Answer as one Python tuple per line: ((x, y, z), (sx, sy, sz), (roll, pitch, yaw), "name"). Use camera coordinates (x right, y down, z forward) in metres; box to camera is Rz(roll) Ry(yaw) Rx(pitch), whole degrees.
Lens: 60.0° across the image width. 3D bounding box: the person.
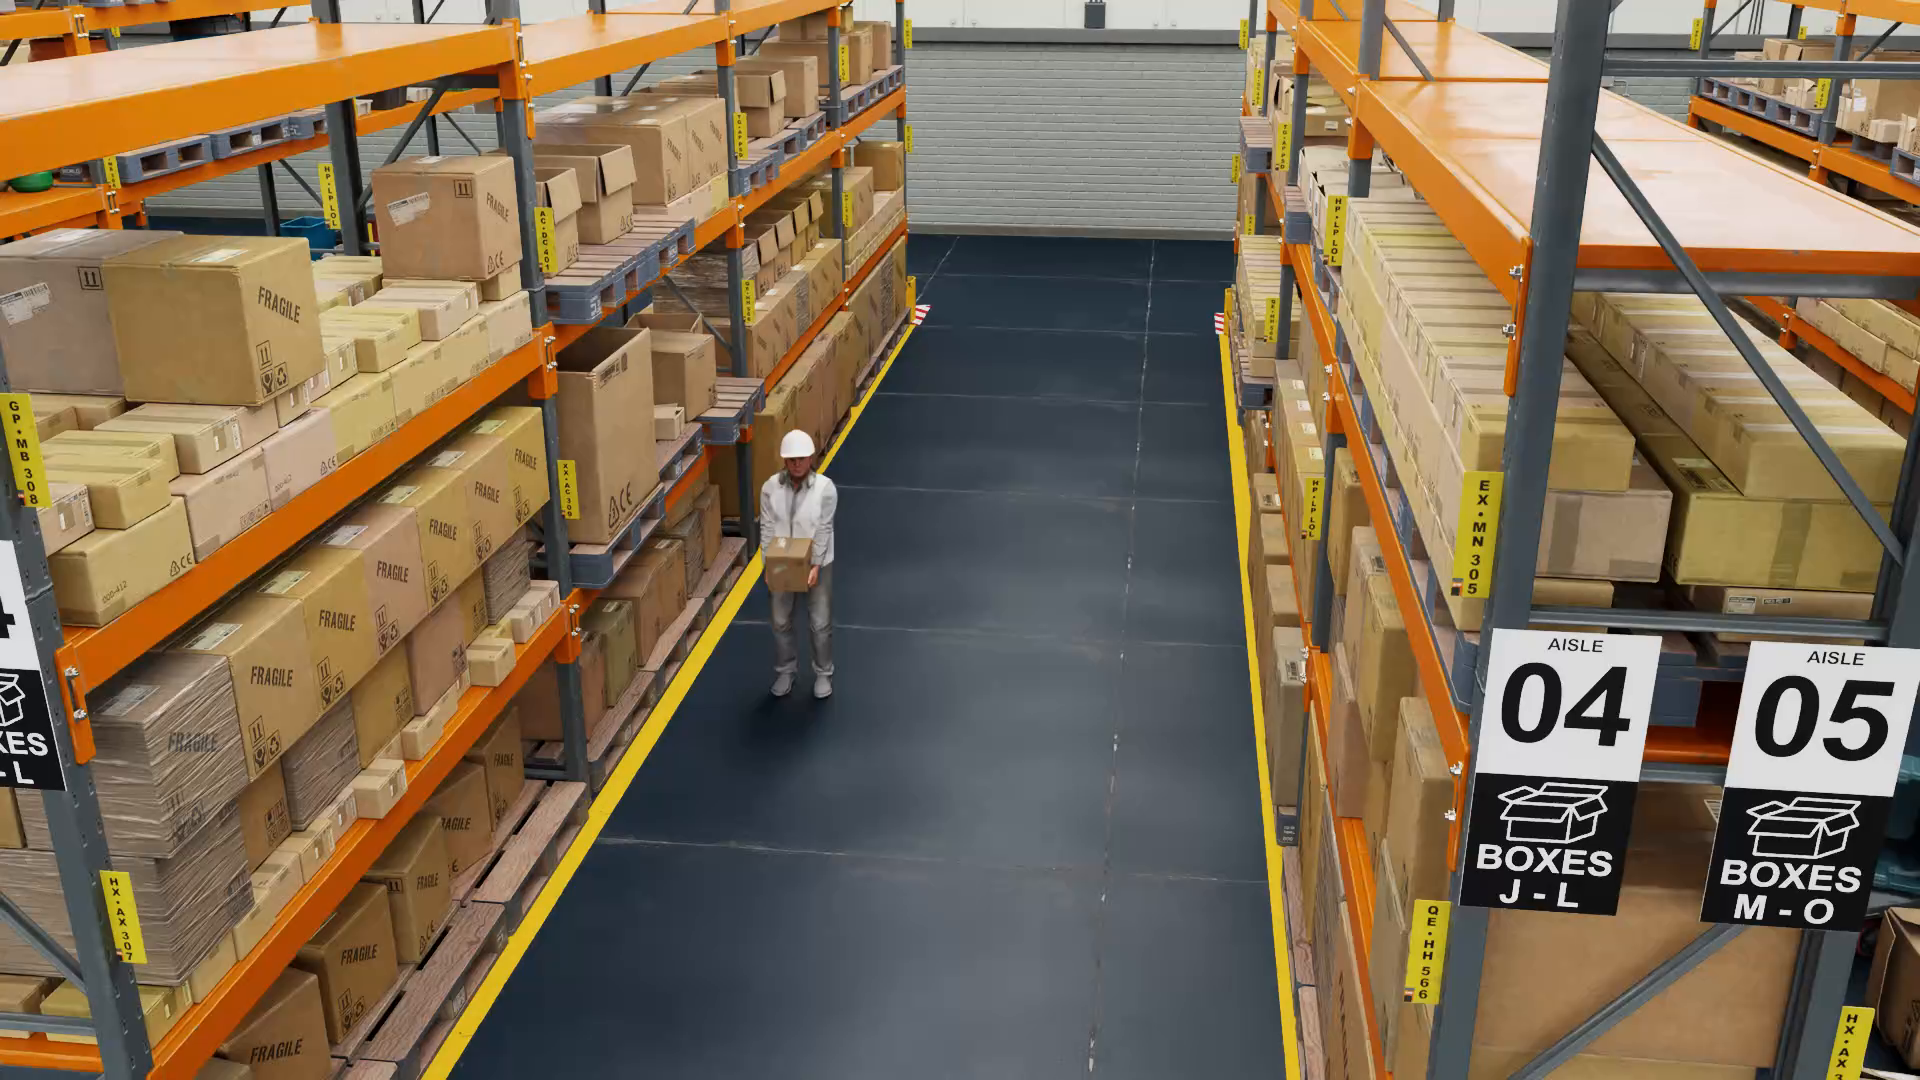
((-1.024, 0.176, 10.594), (0.494, 1.772, 0.563), (2, 21, 6), "person")
